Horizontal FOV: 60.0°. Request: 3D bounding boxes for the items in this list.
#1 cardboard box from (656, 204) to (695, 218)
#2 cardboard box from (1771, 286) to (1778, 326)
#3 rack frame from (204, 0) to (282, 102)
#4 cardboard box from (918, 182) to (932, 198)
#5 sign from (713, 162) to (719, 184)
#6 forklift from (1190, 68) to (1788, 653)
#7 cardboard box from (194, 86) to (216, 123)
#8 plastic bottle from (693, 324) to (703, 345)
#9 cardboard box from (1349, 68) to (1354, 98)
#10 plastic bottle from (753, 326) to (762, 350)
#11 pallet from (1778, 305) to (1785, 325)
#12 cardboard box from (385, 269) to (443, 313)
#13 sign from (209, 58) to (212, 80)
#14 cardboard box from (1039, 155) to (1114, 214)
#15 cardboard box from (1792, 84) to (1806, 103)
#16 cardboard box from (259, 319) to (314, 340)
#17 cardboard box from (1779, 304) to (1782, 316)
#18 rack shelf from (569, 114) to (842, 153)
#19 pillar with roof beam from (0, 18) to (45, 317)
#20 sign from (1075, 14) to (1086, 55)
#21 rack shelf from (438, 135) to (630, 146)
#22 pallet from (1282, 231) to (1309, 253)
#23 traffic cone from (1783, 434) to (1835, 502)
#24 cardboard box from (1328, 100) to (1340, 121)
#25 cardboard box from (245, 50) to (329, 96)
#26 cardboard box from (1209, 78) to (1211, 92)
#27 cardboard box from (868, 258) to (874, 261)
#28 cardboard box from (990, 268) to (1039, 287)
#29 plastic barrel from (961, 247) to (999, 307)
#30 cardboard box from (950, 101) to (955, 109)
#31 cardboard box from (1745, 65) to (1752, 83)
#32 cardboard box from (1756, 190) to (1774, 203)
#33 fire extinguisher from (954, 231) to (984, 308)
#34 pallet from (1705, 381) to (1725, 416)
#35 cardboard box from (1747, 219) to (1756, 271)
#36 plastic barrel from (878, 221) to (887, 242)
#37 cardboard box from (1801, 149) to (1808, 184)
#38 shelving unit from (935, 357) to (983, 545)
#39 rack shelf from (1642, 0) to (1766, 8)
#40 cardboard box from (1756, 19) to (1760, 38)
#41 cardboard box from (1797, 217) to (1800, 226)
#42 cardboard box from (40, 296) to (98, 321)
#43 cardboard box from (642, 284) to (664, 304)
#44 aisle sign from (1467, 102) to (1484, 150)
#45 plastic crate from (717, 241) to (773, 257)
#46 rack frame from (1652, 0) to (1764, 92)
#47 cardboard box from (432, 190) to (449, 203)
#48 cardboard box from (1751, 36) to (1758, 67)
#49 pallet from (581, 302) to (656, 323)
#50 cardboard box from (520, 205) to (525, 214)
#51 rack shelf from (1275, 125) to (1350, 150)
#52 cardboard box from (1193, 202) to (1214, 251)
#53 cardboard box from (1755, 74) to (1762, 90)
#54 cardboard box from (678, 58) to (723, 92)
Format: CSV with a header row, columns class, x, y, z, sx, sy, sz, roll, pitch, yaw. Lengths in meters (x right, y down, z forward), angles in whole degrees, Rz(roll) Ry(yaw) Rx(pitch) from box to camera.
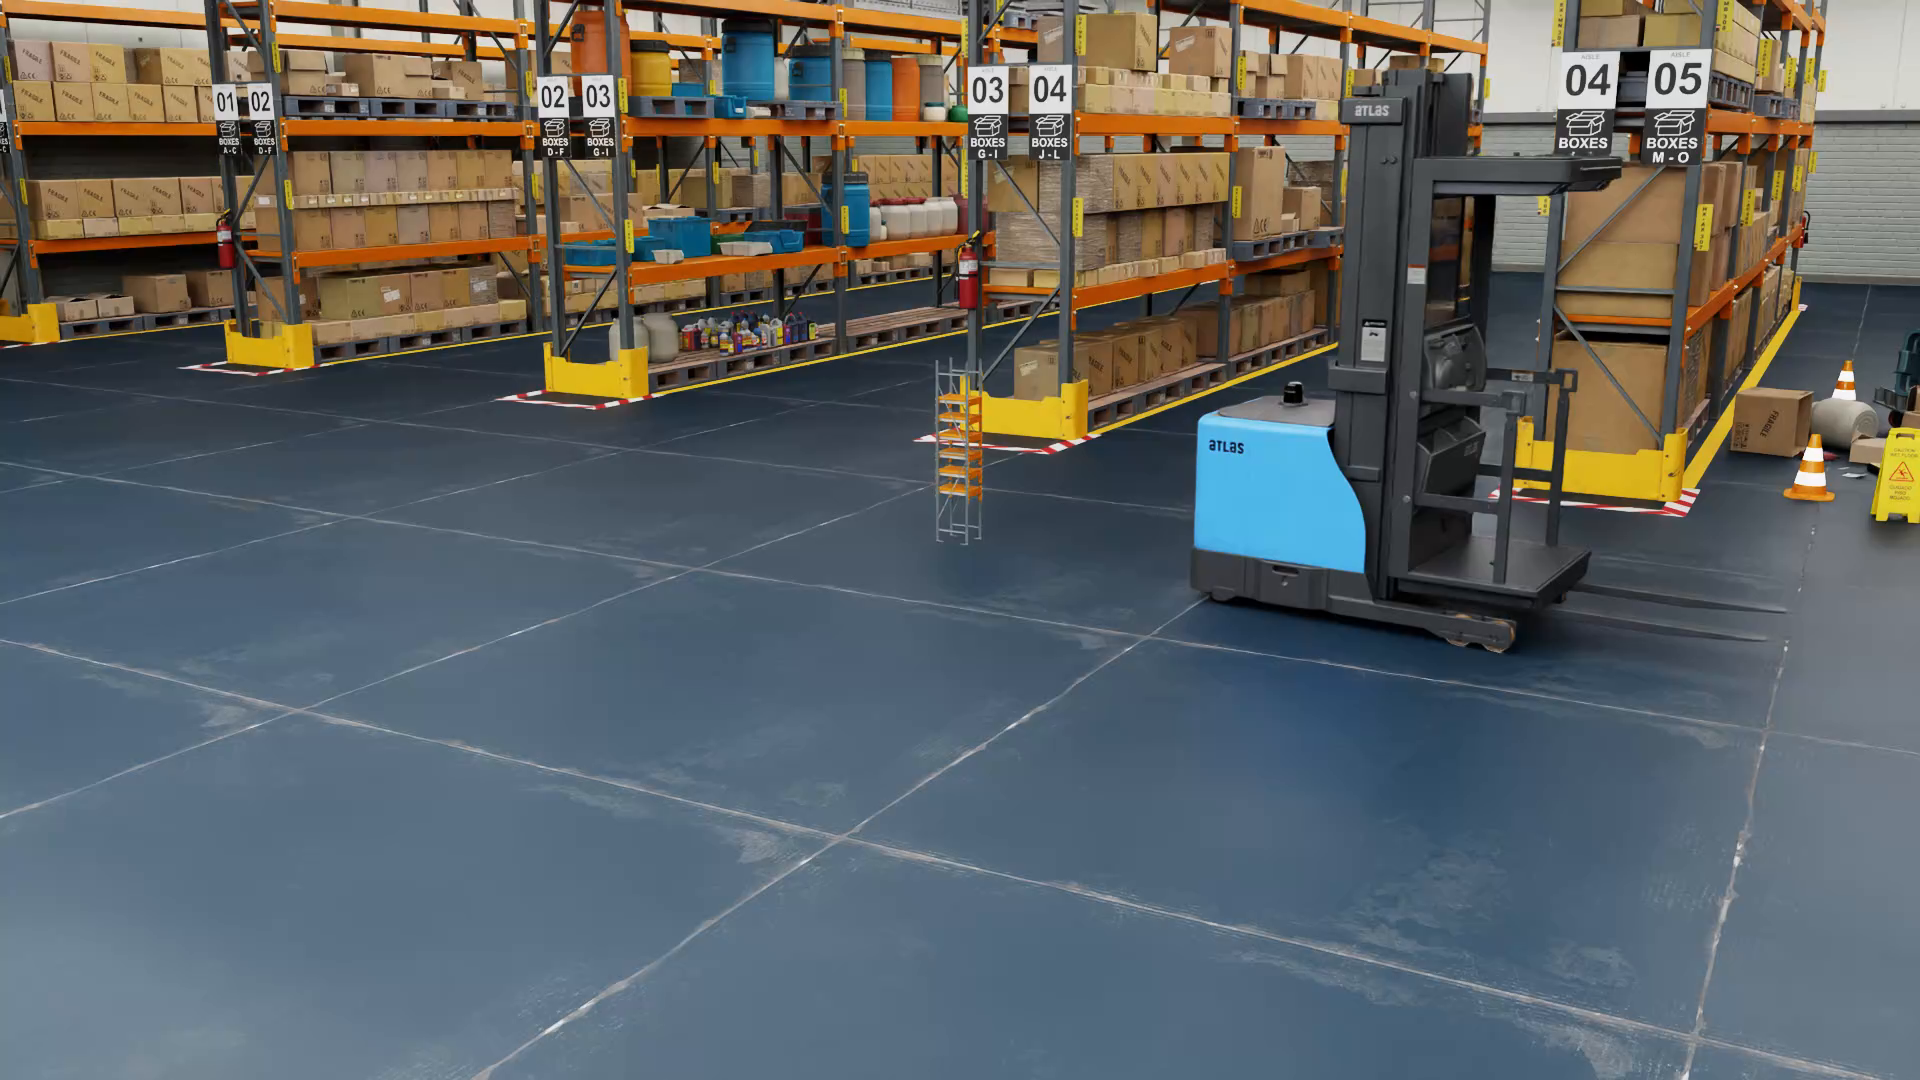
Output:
class,x,y,z,sx,sy,sz,roll,pitch,yaw
cardboard box,-4.482,-5.072,25.863,0.500,0.311,0.500,9,16,32
cardboard box,10.492,-3.109,21.965,0.500,0.500,0.500,7,15,27
rack frame,-8.135,-6.460,18.630,1.000,3.000,0.127,7,15,28
cardboard box,-0.872,-6.544,31.564,0.500,0.500,0.500,8,15,28
sign,-3.780,-5.686,25.748,0.100,0.325,0.005,7,15,28
forklift,2.836,-0.983,8.858,3.031,2.935,1.130,9,16,33
cardboard box,-10.823,-6.208,23.726,0.500,0.500,0.500,6,15,23
plastic bottle,-3.084,-2.375,19.359,0.152,0.276,0.135,7,15,26
cardboard box,4.974,-6.093,22.399,0.500,0.500,0.500,8,16,31
plastic bottle,-2.340,-2.339,19.216,0.097,0.271,0.097,0,14,0
pallet,11.511,-3.338,24.427,1.003,0.211,1.213,7,15,28
cardboard box,-6.954,-3.168,21.146,0.500,0.500,0.500,7,15,28
sign,-8.604,-5.458,19.154,0.100,0.325,0.005,7,15,28
cardboard box,1.039,-3.182,14.851,0.500,0.500,0.500,7,15,28
cardboard box,11.072,-6.000,22.374,0.500,0.250,0.500,8,16,30
cardboard box,-8.135,-2.555,20.202,0.500,0.250,0.500,7,15,28
cardboard box,11.215,-3.211,23.140,0.380,0.149,0.250,8,16,30
rack shelf,-2.834,-4.501,18.437,1.077,0.370,4.000,7,15,28
pillar with roof beam,-9.124,-6.775,19.934,9.100,9.000,0.400,7,15,28
sign,1.010,-4.242,13.966,0.100,0.325,0.005,7,15,28
rack shelf,-7.639,-7.265,29.901,1.077,0.370,4.000,7,15,28
pallet,3.481,-3.558,19.801,1.003,0.211,1.213,7,15,28
traffic cone,6.328,-0.553,12.340,0.336,0.463,0.334,7,15,28
cardboard box,4.387,-5.322,20.629,0.500,0.250,0.500,7,15,28
cardboard box,-7.854,-5.442,19.391,0.797,0.503,0.637,9,16,32
cardboard box,2.355,-4.677,17.101,0.380,0.149,0.250,8,15,29
cardboard box,-1.944,-5.216,31.065,0.500,0.311,0.500,7,15,28
cardboard box,0.492,-2.381,15.044,0.380,0.149,0.250,7,15,28
plastic barrel,0.288,-3.875,24.440,0.600,0.830,0.708,7,15,28
cardboard box,-0.426,-8.321,32.000,0.500,0.250,0.500,7,15,28
cardboard box,6.620,-4.032,14.383,0.380,0.149,0.250,8,16,29
cardboard box,10.101,-4.355,21.068,0.380,0.149,0.250,7,15,26
fire extinguisher,0.076,-2.412,14.803,0.296,0.674,0.183,7,15,28
pallet,7.069,-1.470,16.681,1.003,0.211,1.213,7,15,28
cardboard box,7.739,-2.991,16.825,0.500,0.500,0.500,7,15,28
plastic barrel,-1.093,-3.990,21.477,0.301,0.262,0.301,0,14,0
cardboard box,12.071,-5.466,24.326,0.500,0.500,0.500,8,16,31
shelving unit,-0.007,-0.580,10.881,0.258,1.200,0.189,7,15,28
rack shelf,5.795,-4.621,13.388,1.077,0.370,4.000,7,15,28
cardboard box,6.864,-4.524,14.724,0.380,0.149,0.250,7,15,28
cardboard box,12.652,-4.900,25.493,0.380,0.149,0.250,7,15,28
cardboard box,-12.060,-3.143,22.468,0.500,0.311,0.500,6,15,22
cardboard box,-4.800,-3.708,24.985,0.500,0.250,0.500,8,16,29
aisle sign,8.567,-6.948,27.906,0.394,0.787,0.004,7,15,28
plastic crate,-2.430,-3.313,18.936,0.530,0.136,0.437,7,15,28
rack frame,6.762,-5.575,14.959,1.000,3.000,0.127,7,15,28
cardboard box,-6.761,-4.388,21.238,0.380,0.149,0.250,8,16,30
cardboard box,6.748,-4.311,14.692,0.500,0.250,0.500,7,15,27
pallet,-5.291,-3.416,24.752,1.003,0.211,1.213,7,15,28
cardboard box,-7.899,-5.836,29.333,0.380,0.149,0.250,7,15,27
rack shelf,5.369,-5.581,22.917,1.077,0.370,4.000,7,15,28
cardboard box,2.197,-3.349,17.678,0.875,0.500,0.500,7,15,28
cardboard box,7.667,-4.506,16.349,0.380,0.149,0.250,7,15,28
cardboard box,-4.051,-7.267,26.029,0.500,0.500,0.500,7,15,28
